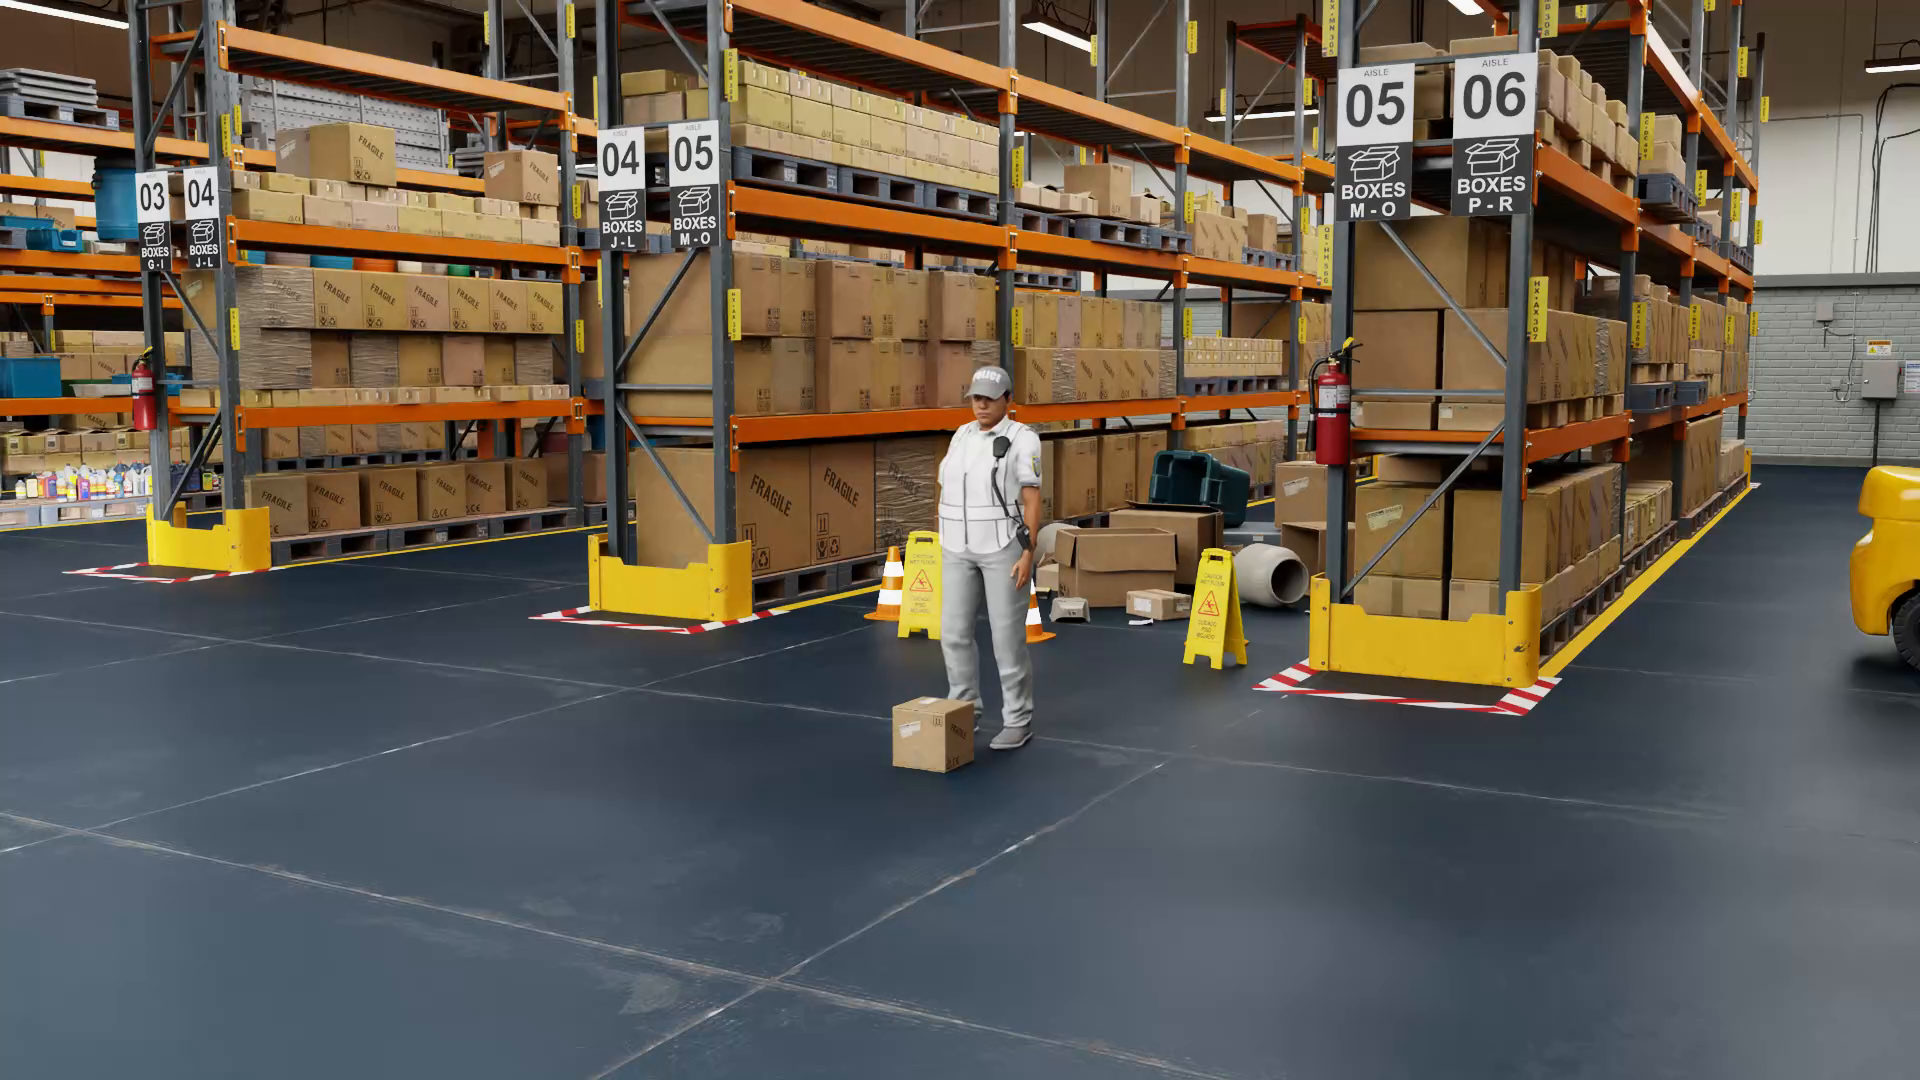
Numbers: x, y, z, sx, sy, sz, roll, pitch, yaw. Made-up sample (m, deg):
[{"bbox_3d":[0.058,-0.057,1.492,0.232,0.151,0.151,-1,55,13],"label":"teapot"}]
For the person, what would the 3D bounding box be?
[{"bbox_3d":[0.128,0.069,7.249,0.468,1.659,0.391,3,7,30],"label":"person"}]
